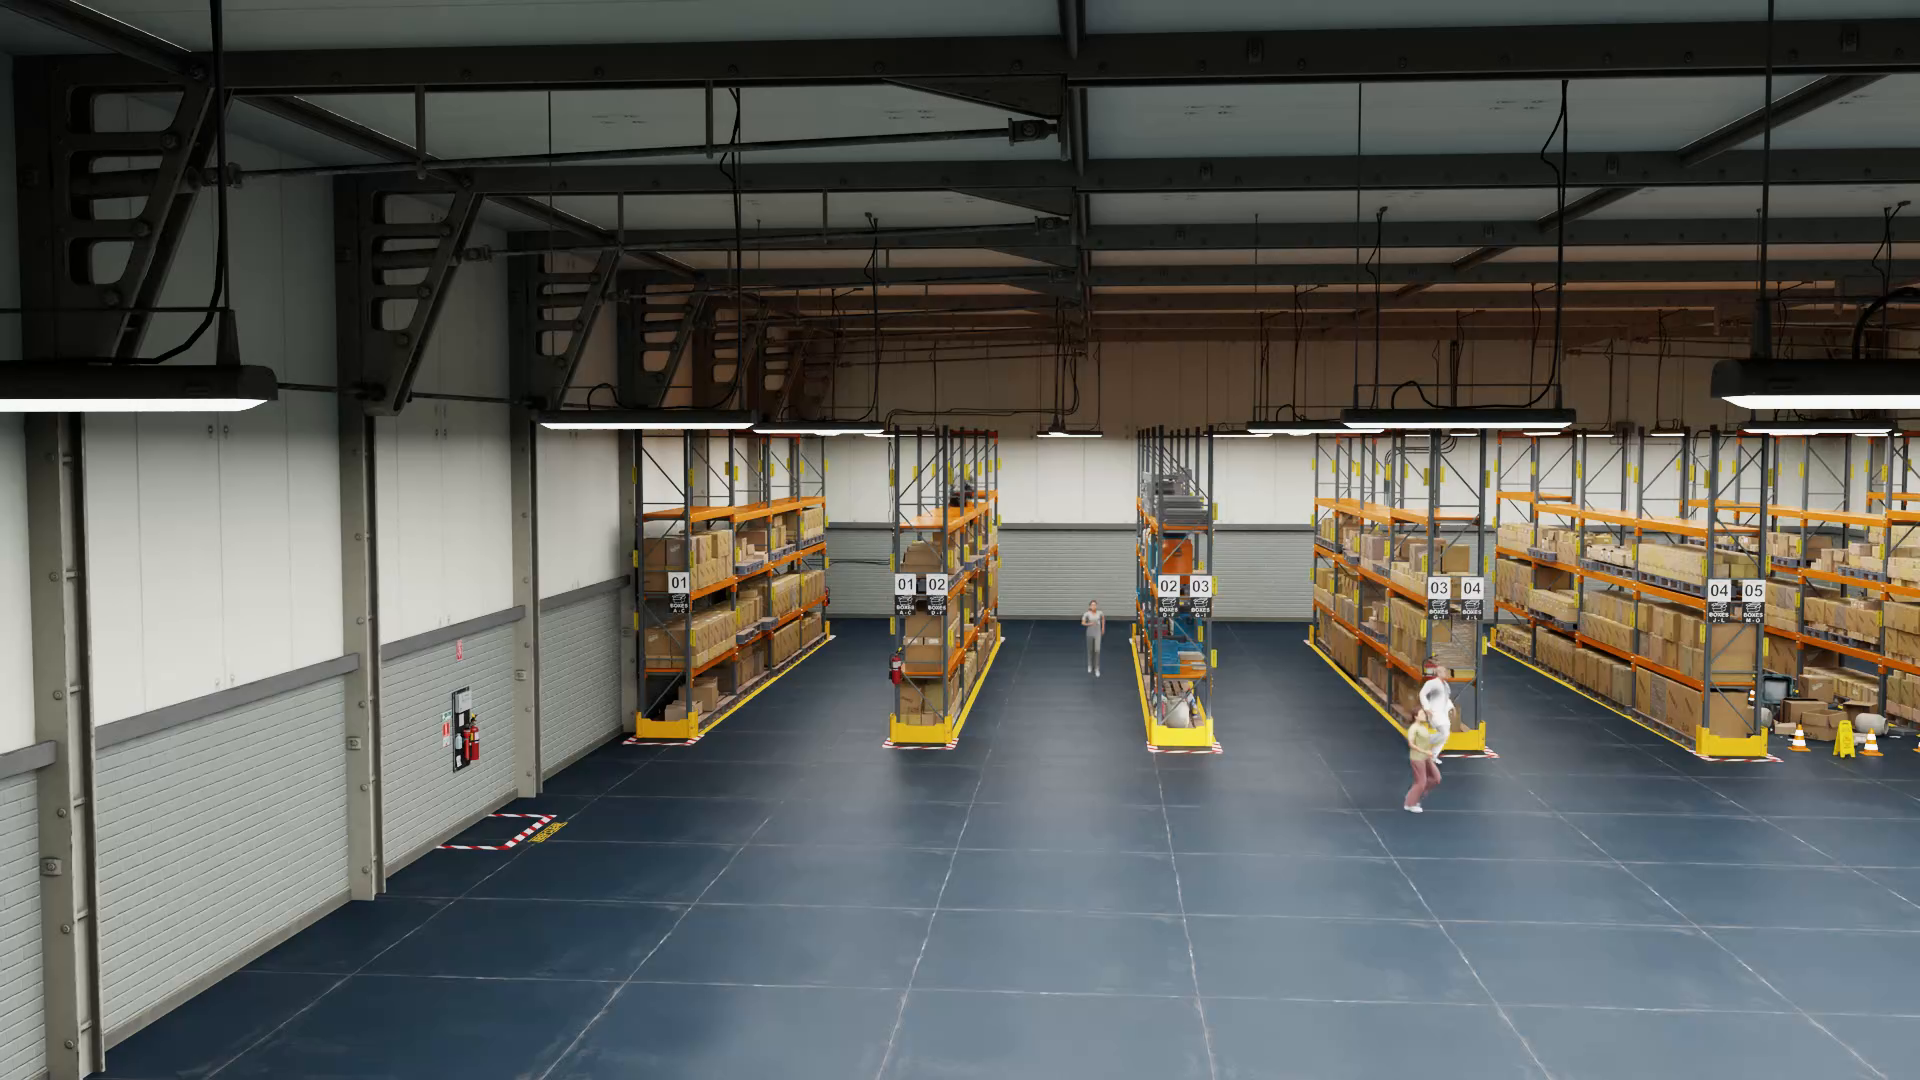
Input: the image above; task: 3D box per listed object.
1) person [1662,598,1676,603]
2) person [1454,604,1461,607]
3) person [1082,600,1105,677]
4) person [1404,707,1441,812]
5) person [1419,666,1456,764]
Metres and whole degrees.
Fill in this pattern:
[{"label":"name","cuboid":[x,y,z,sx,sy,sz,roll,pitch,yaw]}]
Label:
[{"label":"person","cuboid":[20.231,2.017,47.195,0.926,1.782,0.707,2,4,25]},{"label":"person","cuboid":[13.652,2.173,46.415,0.552,1.512,0.594,2,4,29]},{"label":"person","cuboid":[3.096,2.260,38.653,0.566,1.737,0.775,0,3,-1]},{"label":"person","cuboid":[7.098,3.379,25.566,0.537,1.609,0.590,3,4,37]},{"label":"person","cuboid":[8.514,3.096,29.560,0.734,1.699,0.570,-3,5,-45]}]
